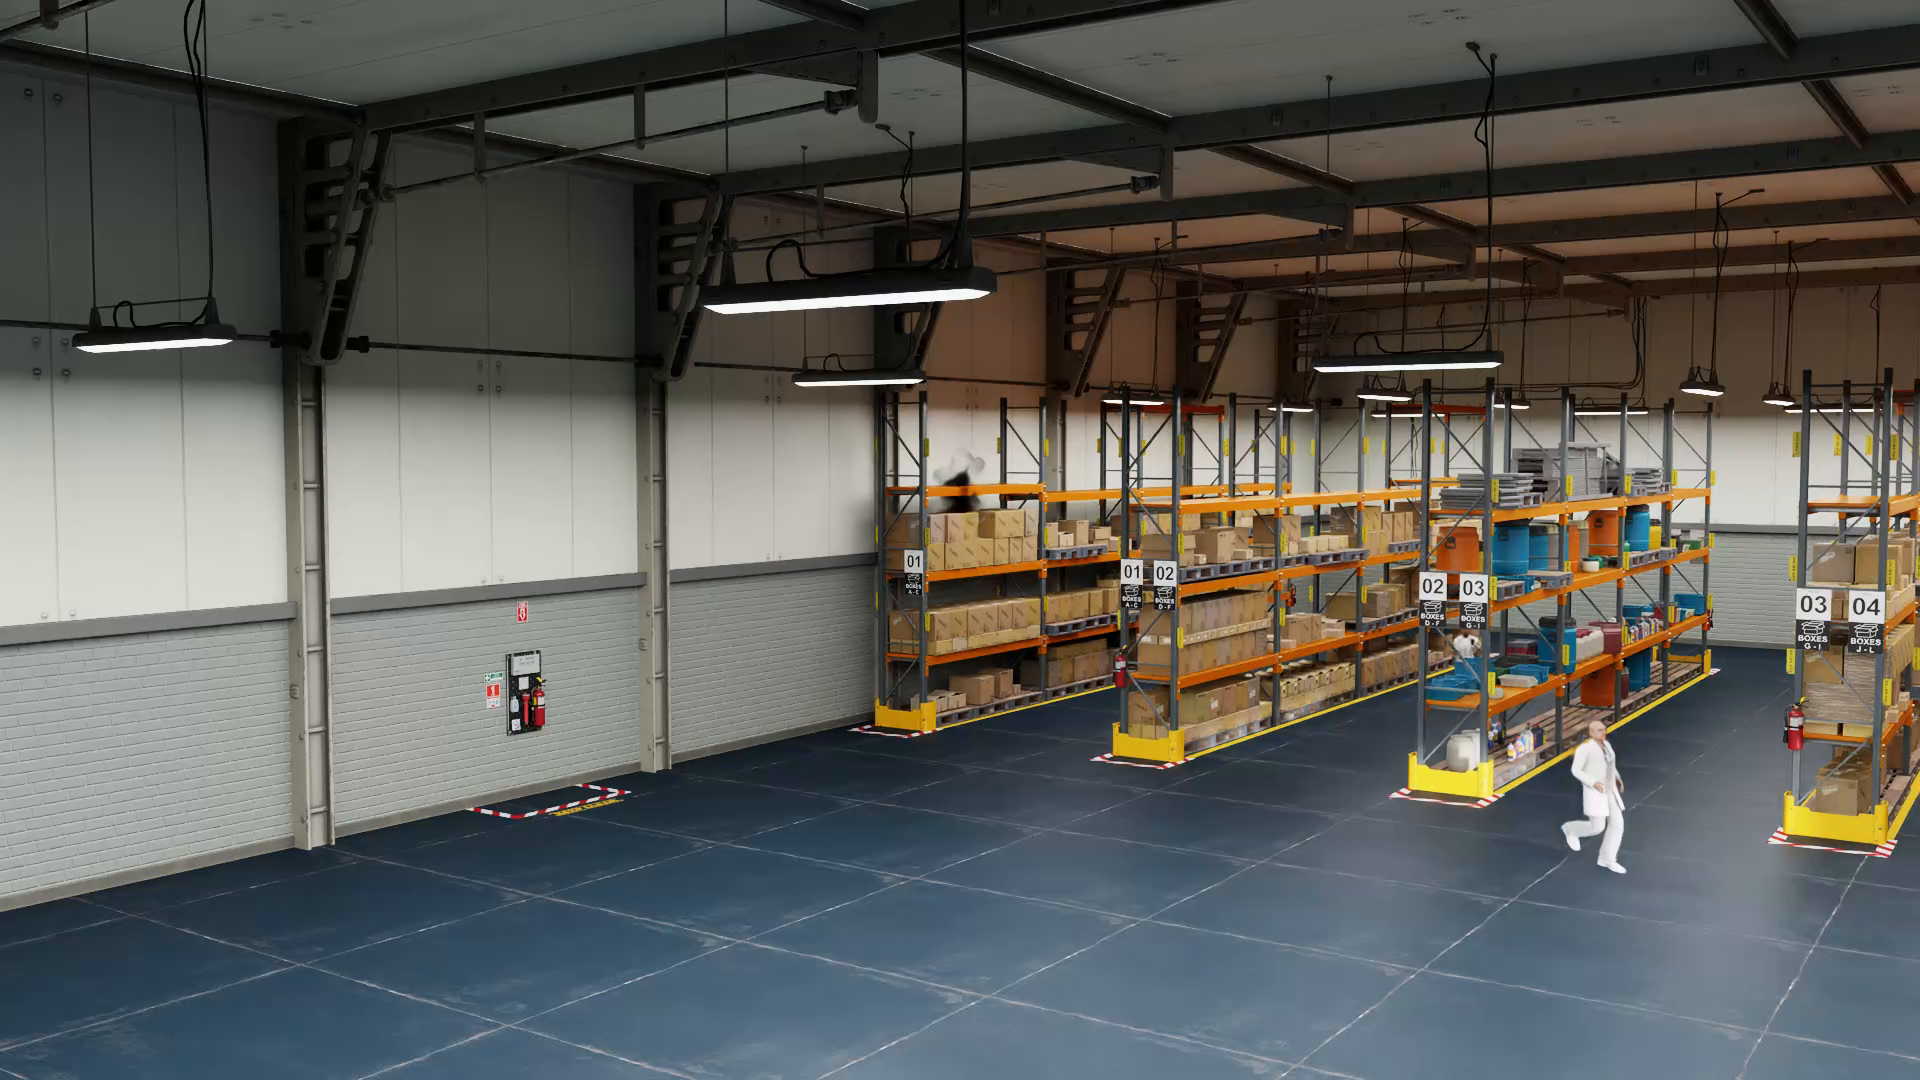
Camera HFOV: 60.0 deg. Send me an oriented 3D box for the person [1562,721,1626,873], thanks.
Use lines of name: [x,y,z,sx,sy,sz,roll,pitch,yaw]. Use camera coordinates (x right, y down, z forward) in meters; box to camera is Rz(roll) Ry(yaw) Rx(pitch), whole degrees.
person: [7.640,3.005,19.935,0.724,1.677,0.875,-1,3,-25]

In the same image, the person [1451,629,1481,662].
person: [9.611,2.437,31.628,0.532,1.675,0.667,1,3,24]
